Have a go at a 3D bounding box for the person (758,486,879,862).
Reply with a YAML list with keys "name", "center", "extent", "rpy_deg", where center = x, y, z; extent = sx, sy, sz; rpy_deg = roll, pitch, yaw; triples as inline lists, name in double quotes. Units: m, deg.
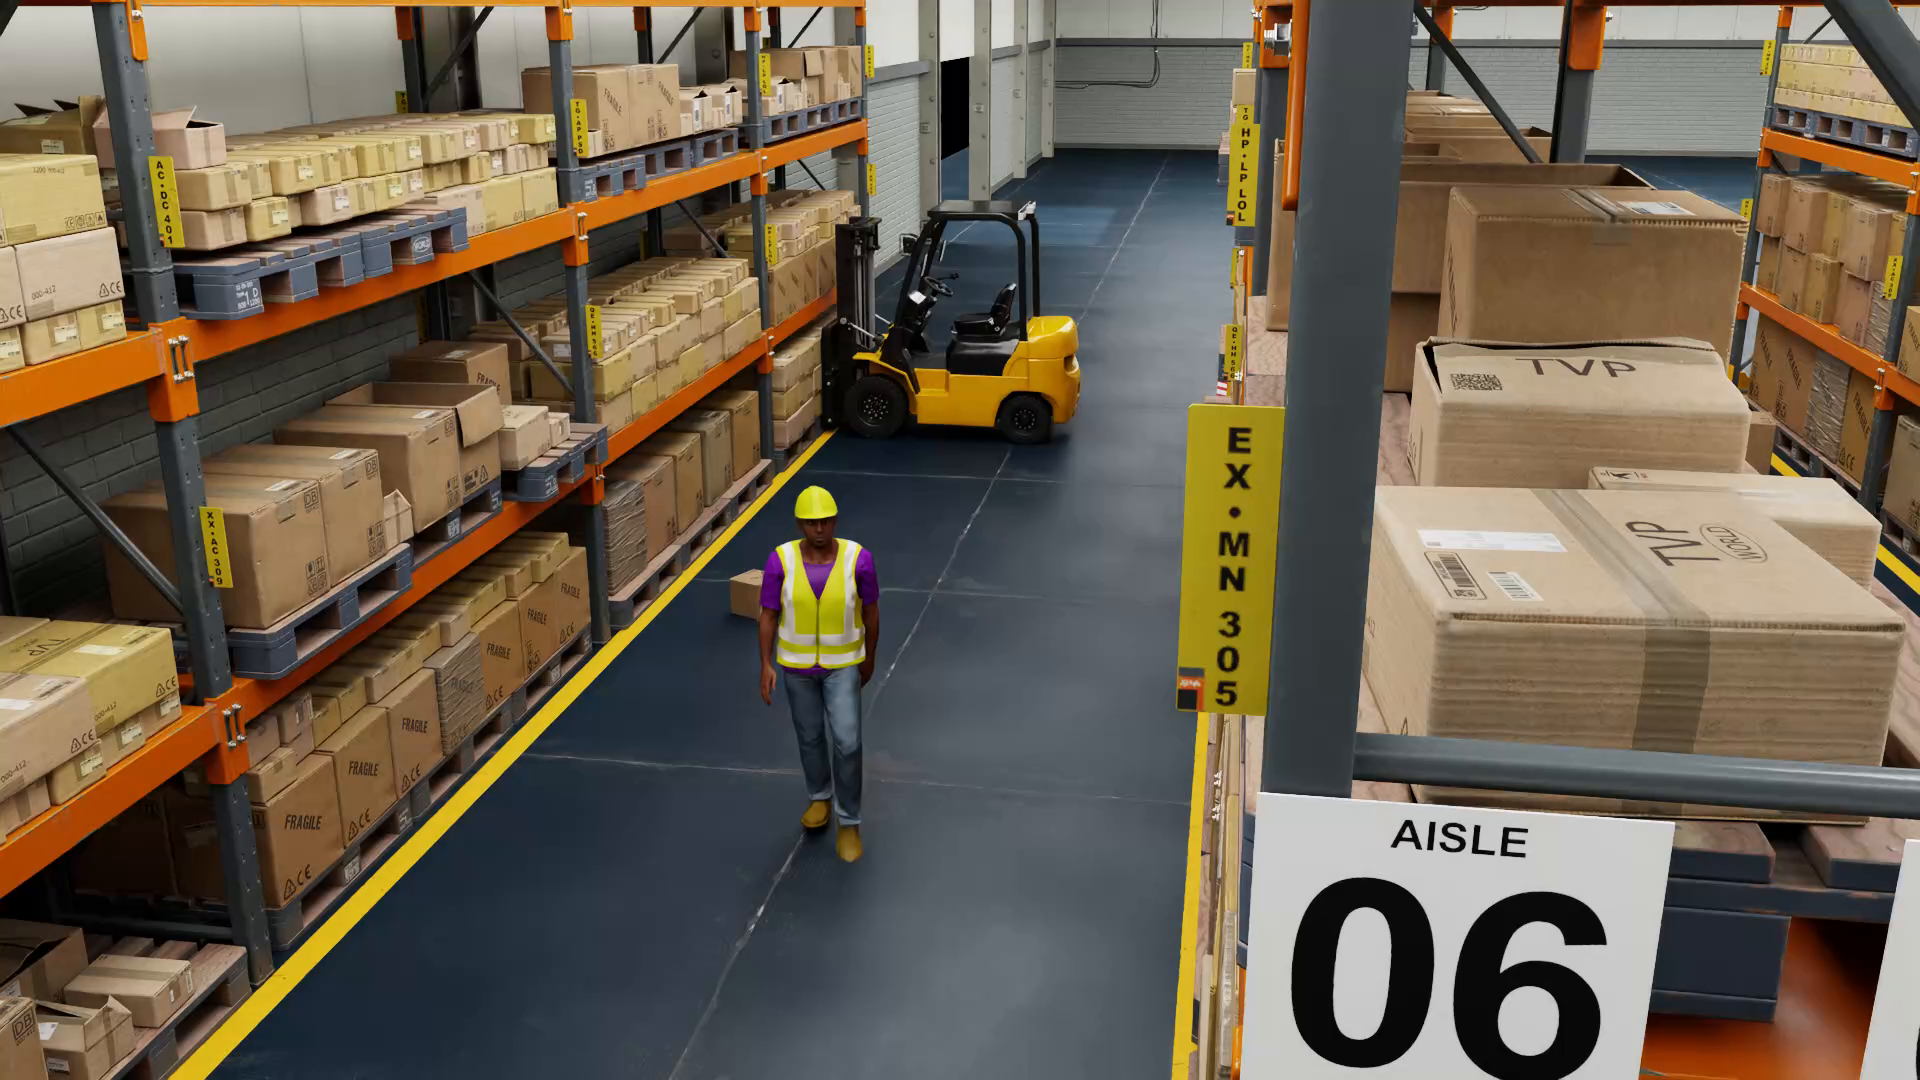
- name: "person"
  center: [-0.682, 0.643, 8.045]
  extent: [0.572, 1.827, 0.567]
  rpy_deg: [0, 18, 1]
